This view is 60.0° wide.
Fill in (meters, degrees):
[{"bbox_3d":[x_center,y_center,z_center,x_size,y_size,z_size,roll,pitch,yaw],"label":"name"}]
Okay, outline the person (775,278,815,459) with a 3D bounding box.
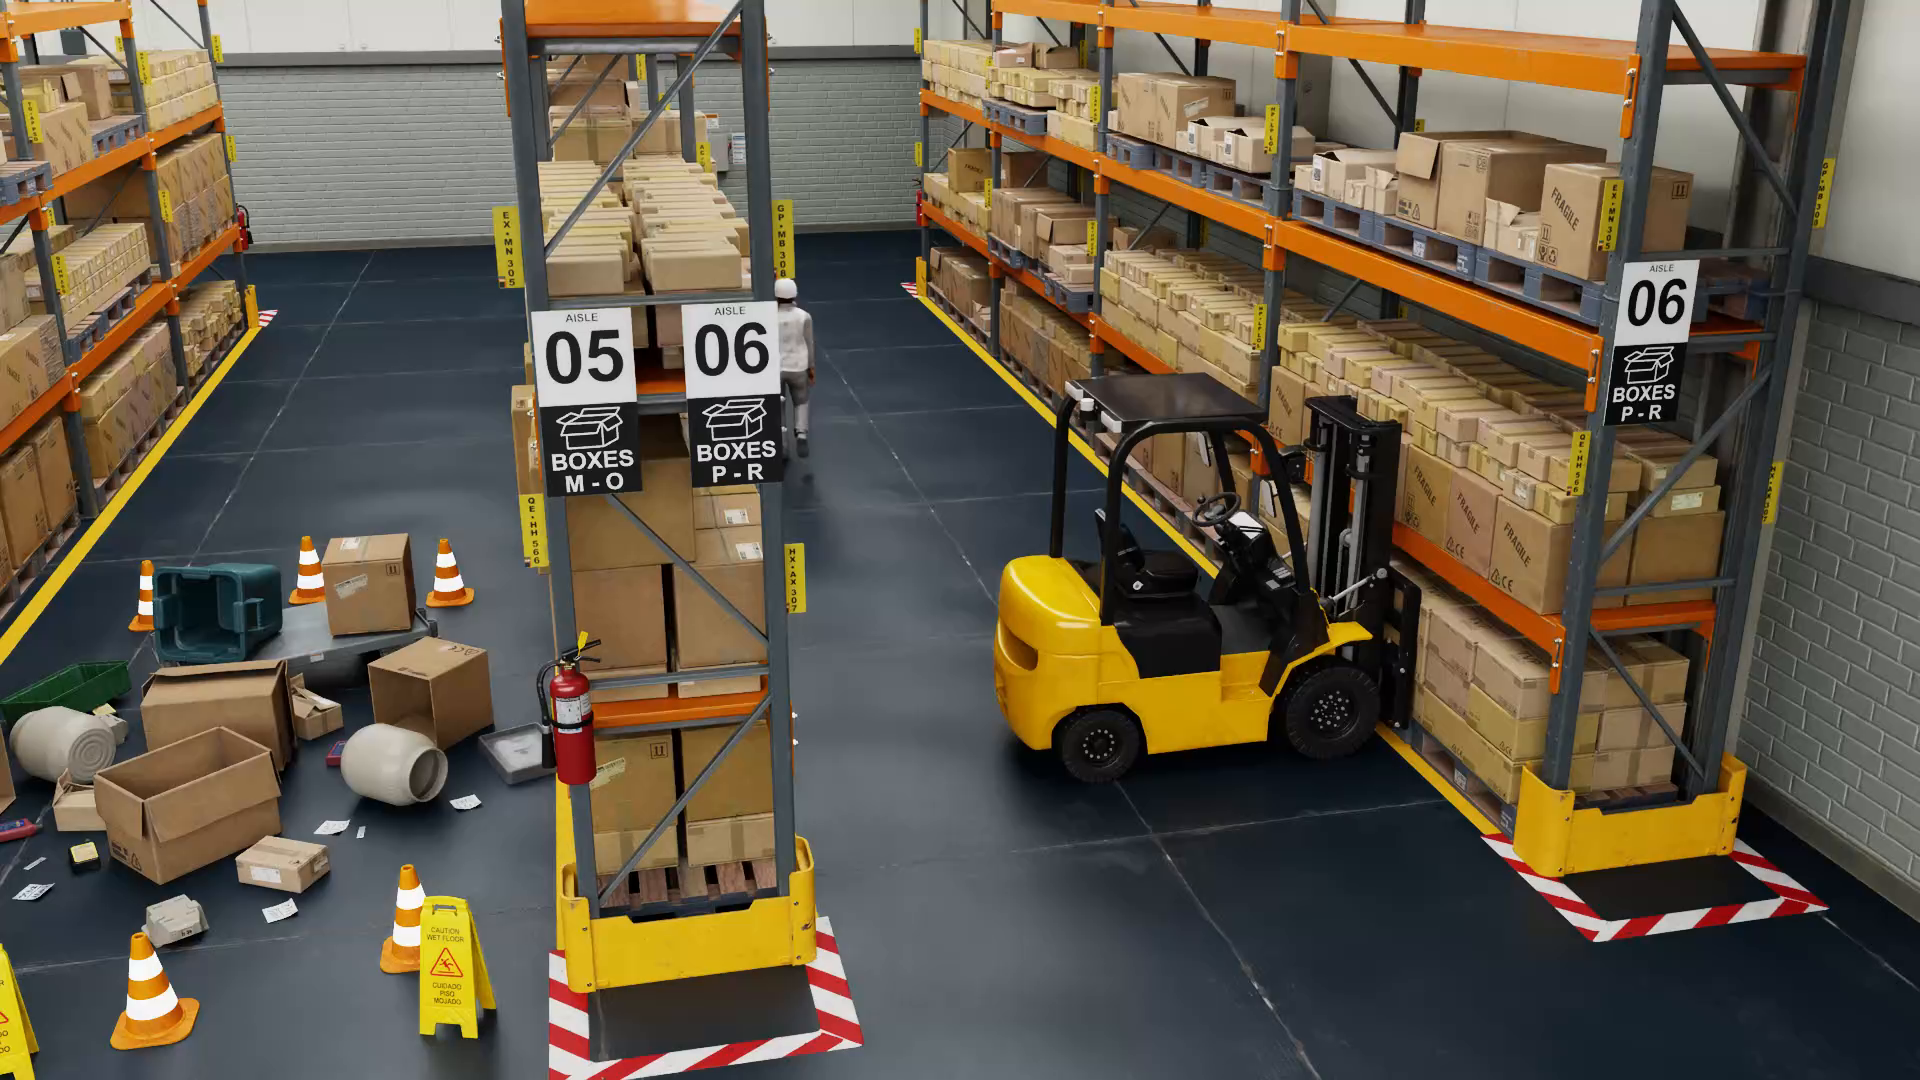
[{"bbox_3d":[-1.615,-1.590,15.477,0.534,1.753,0.641,-3,20,-9],"label":"person"}]
